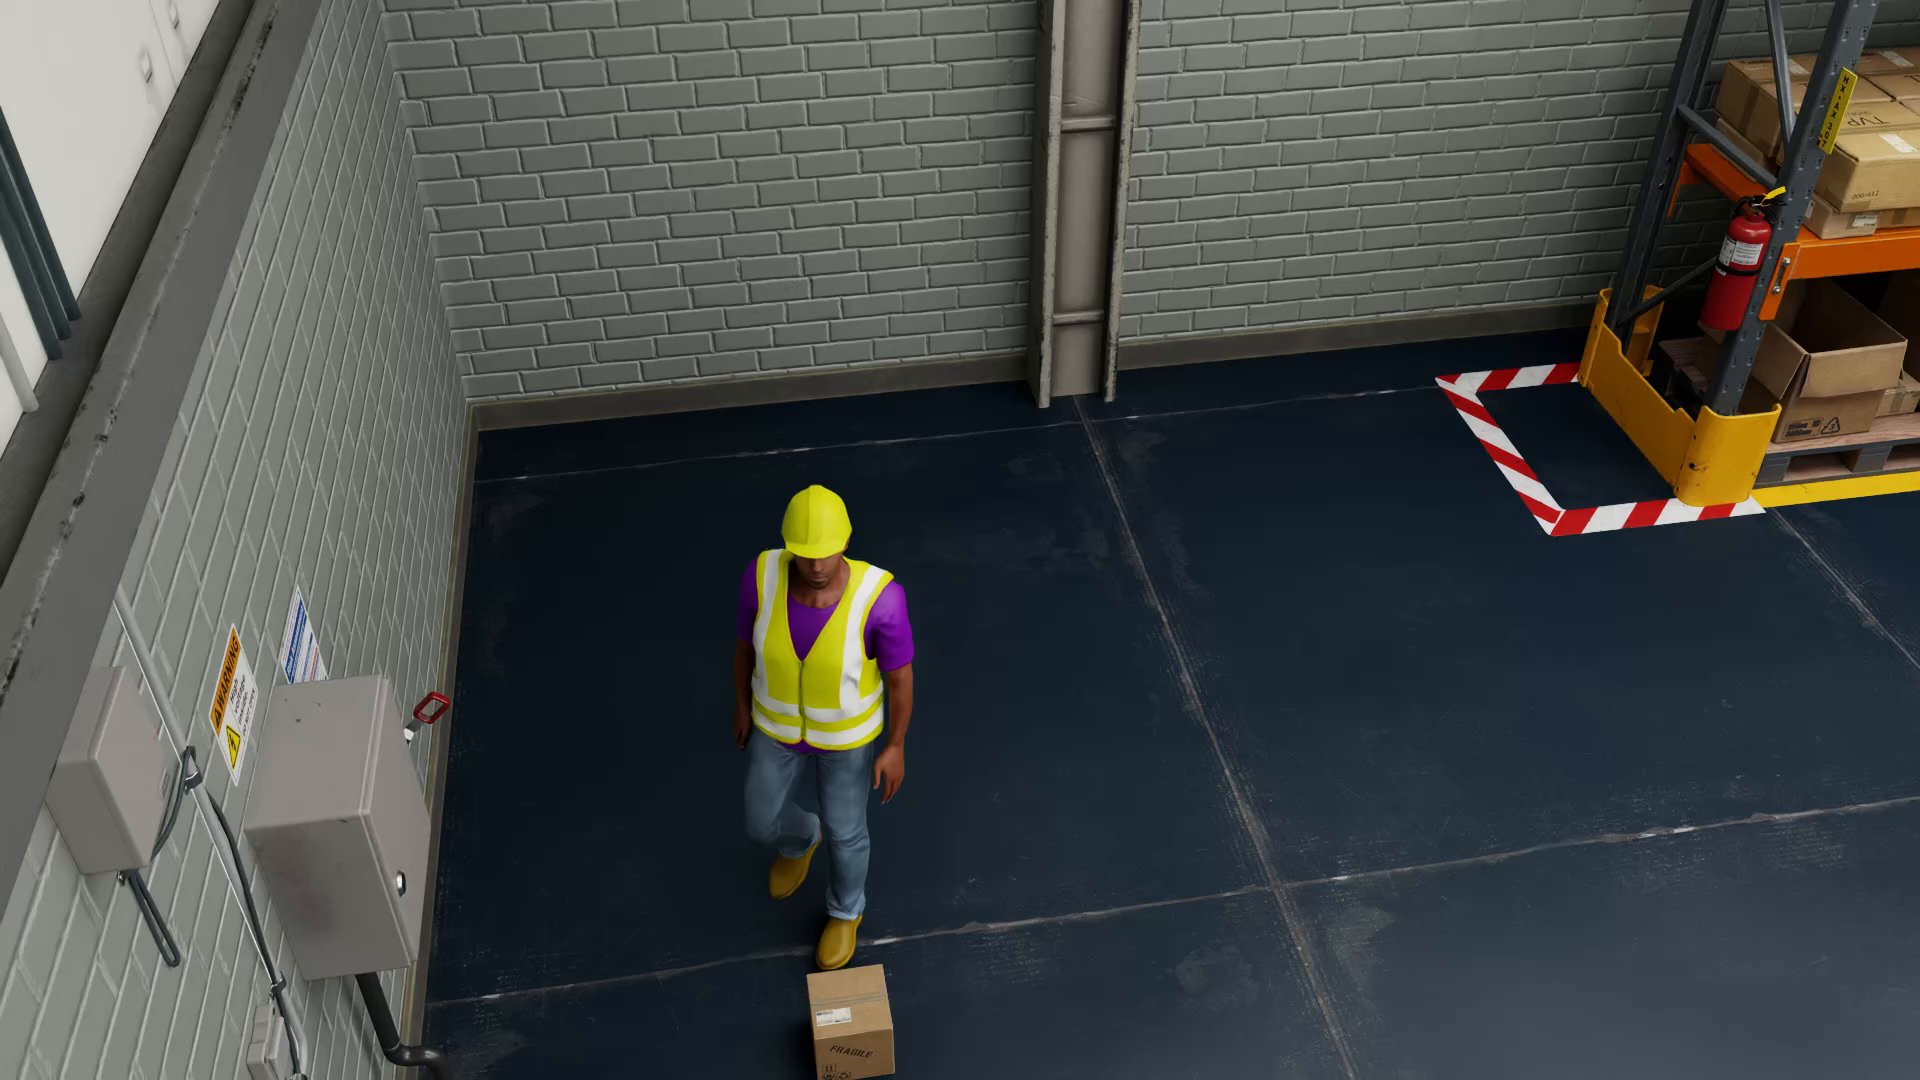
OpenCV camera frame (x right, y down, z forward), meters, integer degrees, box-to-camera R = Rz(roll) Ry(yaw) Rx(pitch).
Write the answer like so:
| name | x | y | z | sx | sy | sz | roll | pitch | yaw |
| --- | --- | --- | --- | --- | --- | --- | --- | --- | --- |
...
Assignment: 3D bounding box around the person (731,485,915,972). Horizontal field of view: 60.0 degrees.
| name | x | y | z | sx | sy | sz | roll | pitch | yaw |
| --- | --- | --- | --- | --- | --- | --- | --- | --- | --- |
| person | -0.466 | 0.627 | 5.303 | 0.619 | 1.771 | 0.516 | 8 | 39 | 10 |
